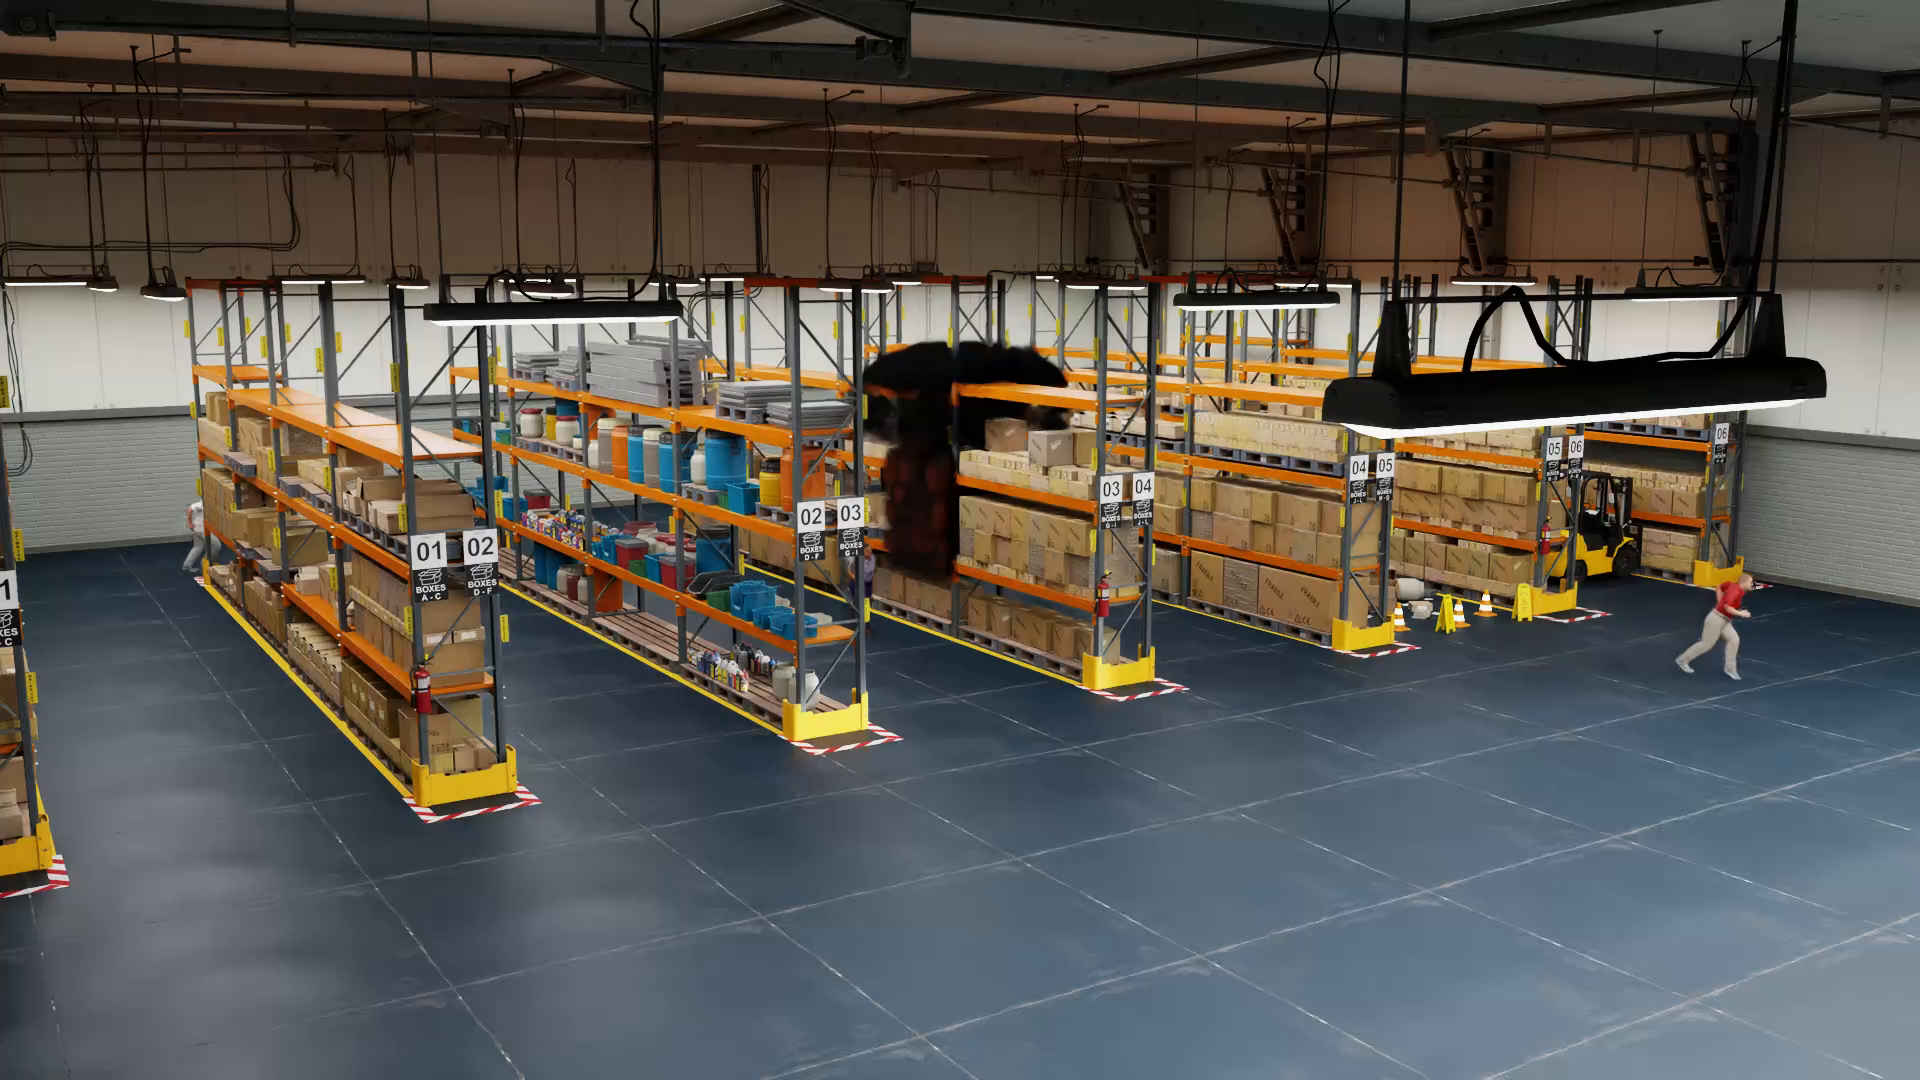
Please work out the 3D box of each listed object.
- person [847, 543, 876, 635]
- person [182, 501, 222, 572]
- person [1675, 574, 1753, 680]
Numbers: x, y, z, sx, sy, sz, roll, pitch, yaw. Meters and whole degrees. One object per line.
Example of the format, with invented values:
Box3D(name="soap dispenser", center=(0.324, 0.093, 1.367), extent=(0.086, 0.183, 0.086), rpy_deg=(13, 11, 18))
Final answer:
Box3D(name="person", center=(-1.721, 0.805, 28.564), extent=(0.579, 1.599, 0.763), rpy_deg=(-5, 11, -28))
Box3D(name="person", center=(-15.393, -0.160, 33.802), extent=(0.900, 1.795, 0.644), rpy_deg=(-3, 10, -20))
Box3D(name="person", center=(11.531, 1.320, 25.450), extent=(1.007, 1.697, 0.707), rpy_deg=(4, 10, 23))
